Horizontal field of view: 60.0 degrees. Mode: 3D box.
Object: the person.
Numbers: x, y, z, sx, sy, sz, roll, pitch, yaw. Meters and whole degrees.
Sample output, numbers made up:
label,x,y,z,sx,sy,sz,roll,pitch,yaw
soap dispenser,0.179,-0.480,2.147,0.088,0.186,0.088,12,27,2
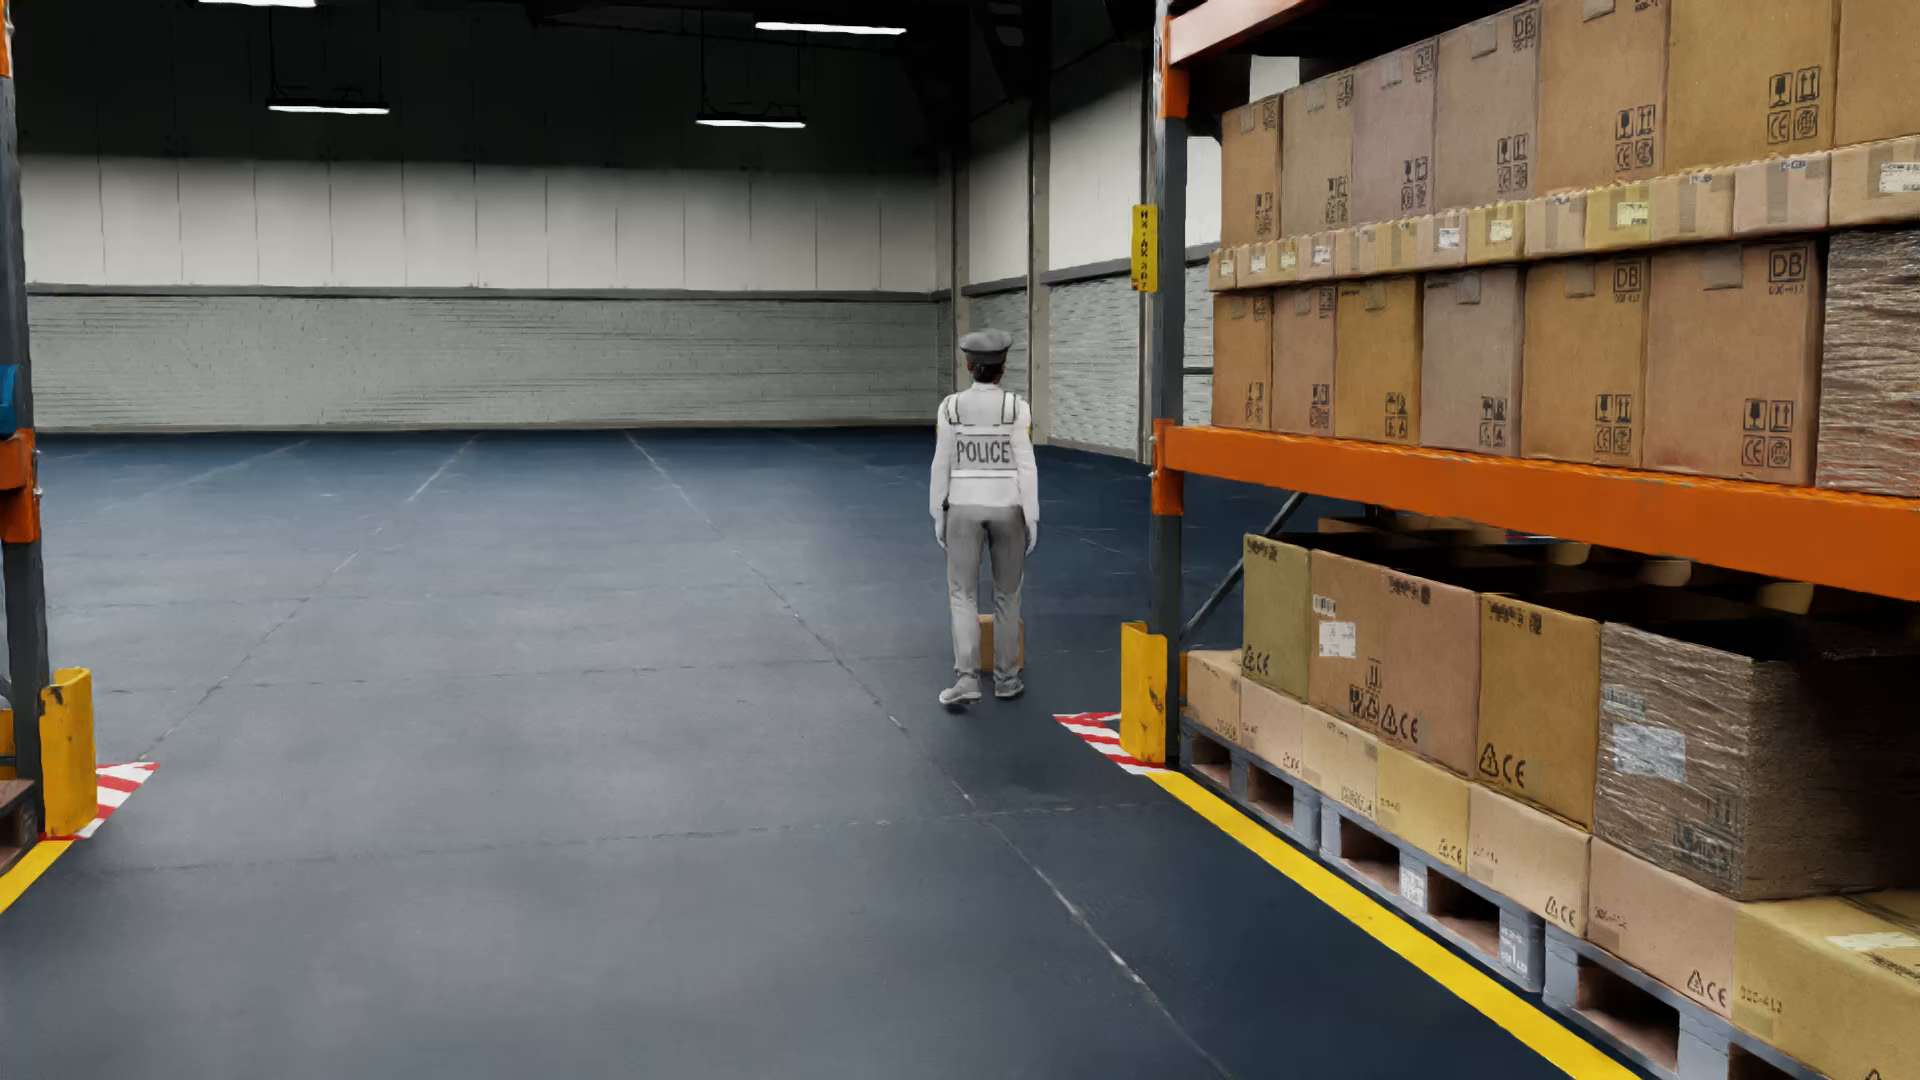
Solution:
label,x,y,z,sx,sy,sz,roll,pitch,yaw
person,0.111,-0.109,7.487,0.497,1.683,0.626,1,6,5
